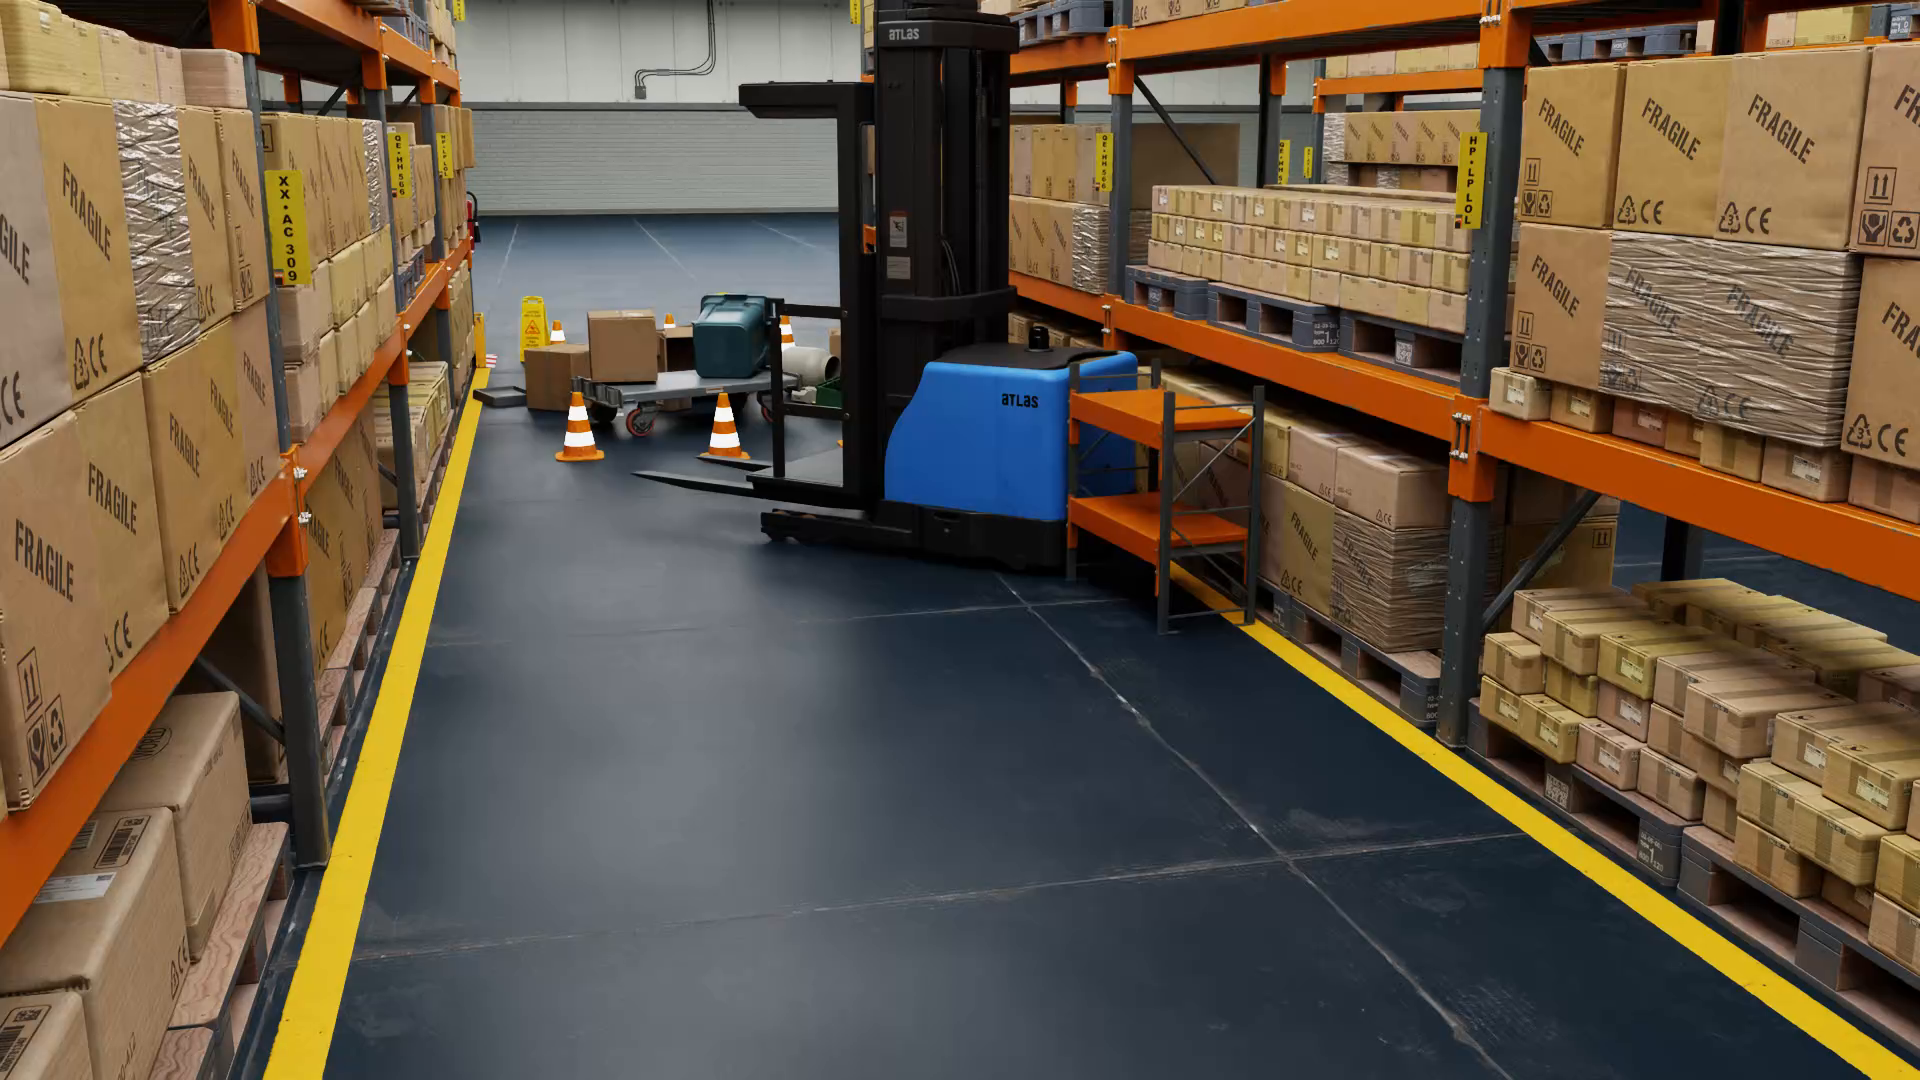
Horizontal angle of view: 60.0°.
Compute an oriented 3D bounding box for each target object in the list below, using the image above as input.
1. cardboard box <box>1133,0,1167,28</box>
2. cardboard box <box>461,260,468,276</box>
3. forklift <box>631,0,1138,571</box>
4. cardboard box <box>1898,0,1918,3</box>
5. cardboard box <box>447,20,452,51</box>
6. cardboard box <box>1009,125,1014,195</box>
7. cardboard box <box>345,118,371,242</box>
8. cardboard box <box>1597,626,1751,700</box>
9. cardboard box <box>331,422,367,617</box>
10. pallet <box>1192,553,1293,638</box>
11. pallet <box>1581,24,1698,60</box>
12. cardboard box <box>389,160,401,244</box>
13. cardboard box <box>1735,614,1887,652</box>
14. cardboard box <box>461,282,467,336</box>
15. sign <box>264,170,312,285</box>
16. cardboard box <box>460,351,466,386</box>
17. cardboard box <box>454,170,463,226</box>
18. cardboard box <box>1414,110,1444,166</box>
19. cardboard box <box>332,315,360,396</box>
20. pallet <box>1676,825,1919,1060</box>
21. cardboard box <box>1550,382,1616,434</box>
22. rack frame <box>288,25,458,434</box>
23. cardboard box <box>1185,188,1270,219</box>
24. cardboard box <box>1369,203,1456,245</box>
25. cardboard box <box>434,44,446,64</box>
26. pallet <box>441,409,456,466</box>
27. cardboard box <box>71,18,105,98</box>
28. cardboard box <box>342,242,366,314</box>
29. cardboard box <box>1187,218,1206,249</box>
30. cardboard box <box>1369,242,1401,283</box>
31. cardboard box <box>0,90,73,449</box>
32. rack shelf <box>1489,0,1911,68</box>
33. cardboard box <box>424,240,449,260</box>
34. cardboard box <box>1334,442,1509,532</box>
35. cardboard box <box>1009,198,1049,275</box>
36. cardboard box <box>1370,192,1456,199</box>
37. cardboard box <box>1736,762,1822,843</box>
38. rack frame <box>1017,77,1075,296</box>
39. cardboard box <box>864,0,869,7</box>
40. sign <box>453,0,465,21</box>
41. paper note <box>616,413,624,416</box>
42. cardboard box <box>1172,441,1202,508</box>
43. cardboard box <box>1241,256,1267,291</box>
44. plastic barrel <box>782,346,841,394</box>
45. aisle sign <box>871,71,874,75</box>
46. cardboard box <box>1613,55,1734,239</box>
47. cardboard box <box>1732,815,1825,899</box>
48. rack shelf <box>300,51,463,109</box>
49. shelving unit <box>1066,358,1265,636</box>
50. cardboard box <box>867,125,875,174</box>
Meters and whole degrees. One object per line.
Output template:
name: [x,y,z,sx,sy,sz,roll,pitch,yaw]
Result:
cardboard box: [1.241,-2.994,8.829,0.500,0.500,0.500,-3,14,-13]
cardboard box: [-4.708,-2.477,15.209,0.380,0.149,0.250,-3,14,-12]
forklift: [-0.538,-1.500,9.389,3.031,2.935,1.130,8,16,30]
cardboard box: [5.855,-3.732,10.799,0.500,0.500,0.500,-3,14,-12]
cardboard box: [-4.676,-4.371,14.367,0.500,0.250,0.500,-3,14,-12]
cardboard box: [0.671,-2.859,12.491,0.700,0.500,0.500,-4,14,-14]
cardboard box: [-2.808,-1.532,7.060,0.500,0.500,0.500,-3,14,-13]
cardboard box: [2.299,0.394,5.364,0.380,0.149,0.250,-3,14,-14]
cardboard box: [-3.135,-0.137,7.260,0.875,0.875,0.875,-3,14,-13]
pallet: [1.831,0.181,8.240,1.003,0.211,1.213,-3,14,-13]
pallet: [5.559,-3.789,12.691,1.213,0.211,1.003,-3,14,-13]
cardboard box: [-3.303,-1.849,8.953,0.500,0.500,0.500,-4,14,-15]
cardboard box: [2.806,0.361,5.496,0.380,0.149,0.250,-3,14,-14]
cardboard box: [-4.622,-2.006,14.647,0.500,0.500,0.500,-4,14,-15]
sign: [-1.944,-0.903,4.811,0.100,0.325,0.005,-3,14,-13]
cardboard box: [-4.374,-1.400,13.746,0.500,0.250,0.500,-2,14,-10]
cardboard box: [-4.679,-3.033,14.682,0.500,0.500,0.500,-3,14,-13]
cardboard box: [4.663,-3.808,15.751,0.500,0.500,0.500,-3,14,-13]
cardboard box: [-2.557,-0.694,6.265,0.500,0.250,0.500,-3,14,-14]
pallet: [2.787,1.078,4.571,1.003,0.211,1.213,-3,14,-13]
cardboard box: [2.186,-0.451,5.481,0.380,0.149,0.250,-3,14,-12]
rack frame: [-4.362,-2.258,12.349,1.000,3.000,0.127,-3,14,-13]
cardboard box: [1.405,-1.769,8.740,0.380,0.149,0.250,-3,14,-13]
cardboard box: [1.898,-1.286,6.762,0.380,0.149,0.250,-4,14,-15]
cardboard box: [-4.414,-3.981,13.611,0.380,0.149,0.250,-4,14,-14]
pallet: [-4.177,-0.724,11.945,1.003,0.211,1.213,-3,14,-13]
cardboard box: [-1.862,-0.910,3.148,0.380,0.149,0.250,-4,14,-14]
cardboard box: [-2.675,-1.053,6.679,0.500,0.250,0.500,-4,14,-15]
cardboard box: [1.416,-1.614,8.733,0.380,0.149,0.250,-4,14,-15]
cardboard box: [1.901,-1.137,6.779,0.380,0.149,0.250,-3,14,-11]
cardboard box: [-1.636,-0.388,2.376,0.500,0.500,0.500,-3,14,-14]
rack shelf: [2.775,-1.358,3.861,1.077,0.370,4.000,-3,14,-13]
cardboard box: [-4.124,-2.227,12.750,0.380,0.149,0.250,-3,14,-13]
cardboard box: [1.884,-0.223,6.823,0.500,0.250,0.500,-4,14,-15]
cardboard box: [0.641,-2.120,11.575,0.500,0.500,0.500,-3,14,-12]
cardboard box: [2.228,-1.620,8.127,0.380,0.149,0.250,-3,14,-10]
cardboard box: [2.418,0.723,4.644,0.380,0.149,0.250,-3,14,-14]
rack frame: [0.426,-2.557,13.574,1.000,3.000,0.127,-3,14,-13]
cardboard box: [-0.744,-5.360,16.481,0.380,0.149,0.250,-3,14,-13]
sign: [-4.757,-5.094,15.773,0.100,0.325,0.005,-3,14,-13]
paper note: [-2.828,-1.033,13.591,0.148,0.019,0.142,-3,14,-13]
cardboard box: [1.405,-0.331,8.844,0.500,0.500,0.500,-3,14,-13]
cardboard box: [1.588,-1.296,8.057,0.380,0.149,0.250,-3,14,-12]
plastic barrel: [-1.331,-1.482,14.601,0.512,0.421,0.421,7,15,26]
aisle sign: [-0.822,-4.743,17.041,0.394,0.787,0.004,-3,14,-13]
cardboard box: [2.311,-1.154,4.886,0.500,0.500,0.500,-4,14,-15]
cardboard box: [2.422,0.868,4.675,0.380,0.149,0.250,-4,14,-15]
rack shelf: [-4.831,-3.827,13.967,1.077,0.370,4.000,-3,14,-13]
shelving unit: [0.965,-0.244,8.056,0.538,1.125,1.048,-5,15,-20]
cardboard box: [-0.464,-3.990,16.846,0.875,0.550,0.550,-3,14,-13]
